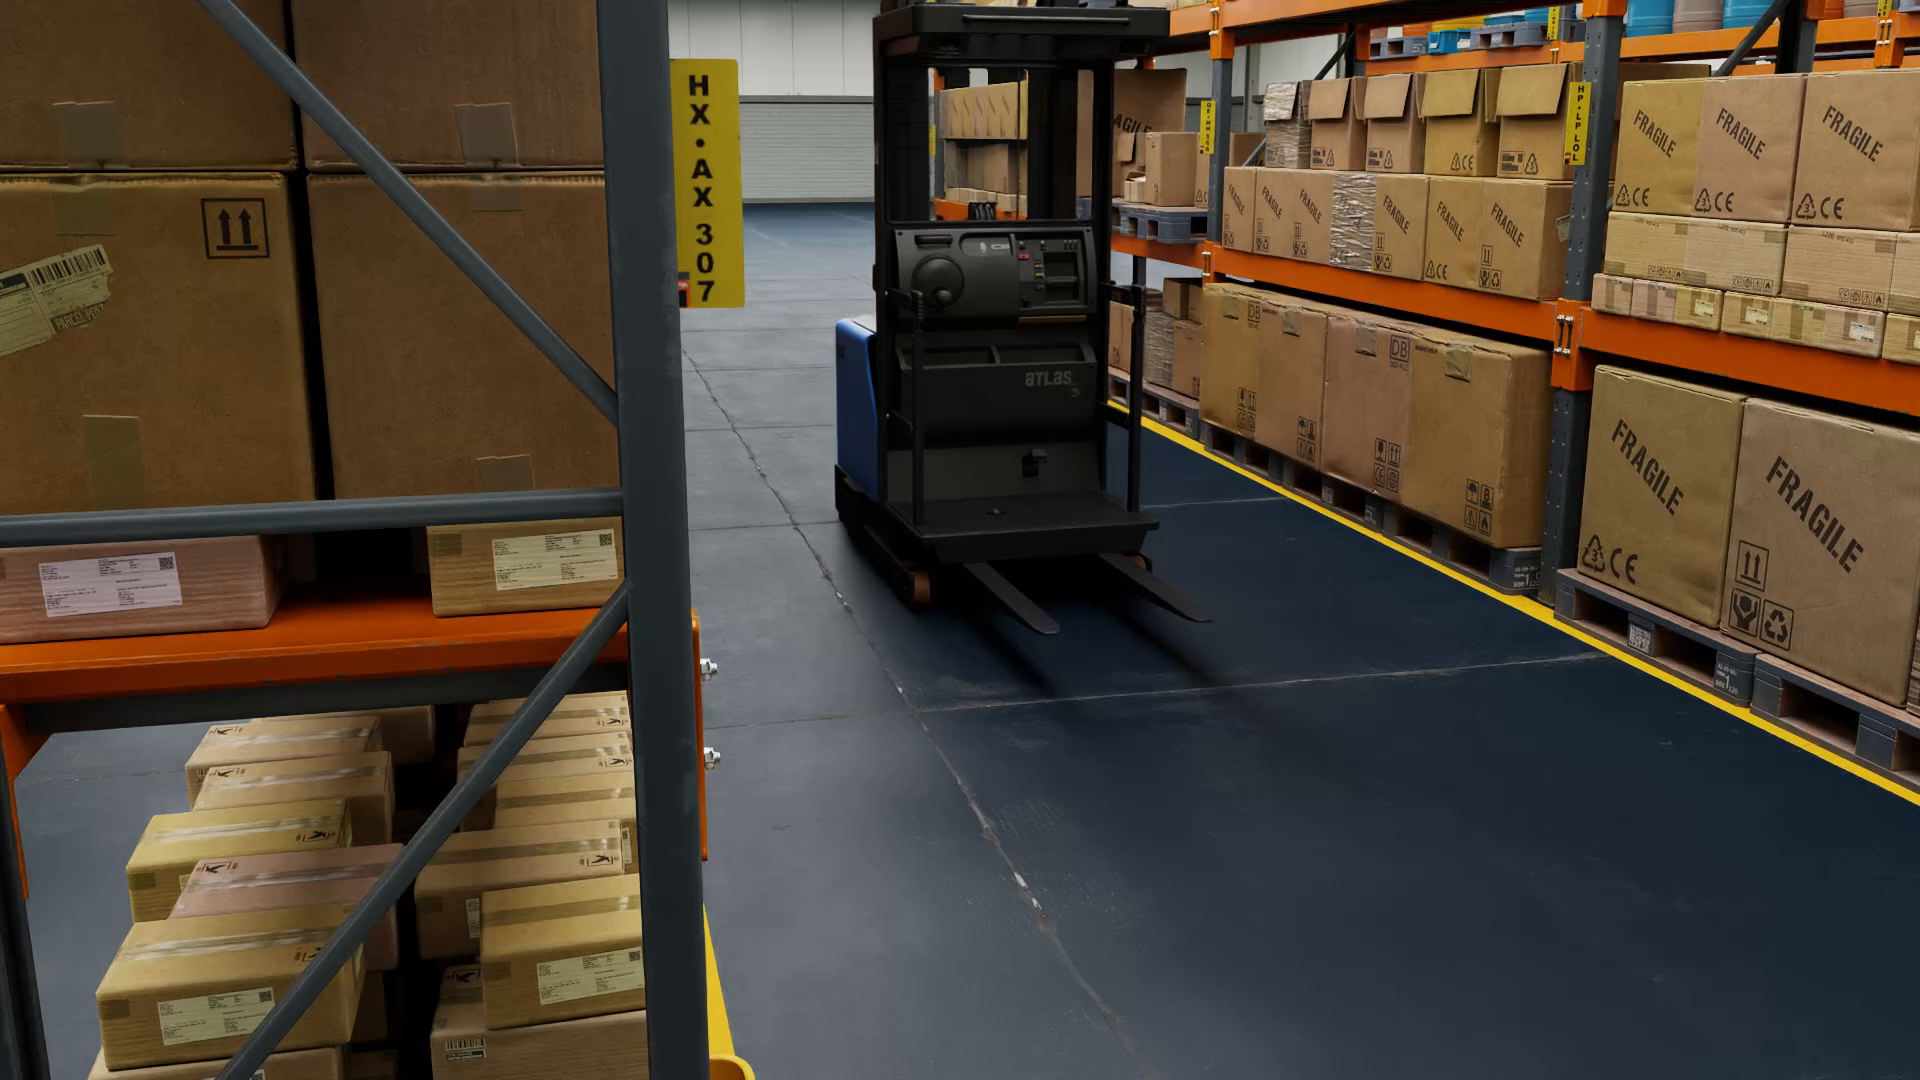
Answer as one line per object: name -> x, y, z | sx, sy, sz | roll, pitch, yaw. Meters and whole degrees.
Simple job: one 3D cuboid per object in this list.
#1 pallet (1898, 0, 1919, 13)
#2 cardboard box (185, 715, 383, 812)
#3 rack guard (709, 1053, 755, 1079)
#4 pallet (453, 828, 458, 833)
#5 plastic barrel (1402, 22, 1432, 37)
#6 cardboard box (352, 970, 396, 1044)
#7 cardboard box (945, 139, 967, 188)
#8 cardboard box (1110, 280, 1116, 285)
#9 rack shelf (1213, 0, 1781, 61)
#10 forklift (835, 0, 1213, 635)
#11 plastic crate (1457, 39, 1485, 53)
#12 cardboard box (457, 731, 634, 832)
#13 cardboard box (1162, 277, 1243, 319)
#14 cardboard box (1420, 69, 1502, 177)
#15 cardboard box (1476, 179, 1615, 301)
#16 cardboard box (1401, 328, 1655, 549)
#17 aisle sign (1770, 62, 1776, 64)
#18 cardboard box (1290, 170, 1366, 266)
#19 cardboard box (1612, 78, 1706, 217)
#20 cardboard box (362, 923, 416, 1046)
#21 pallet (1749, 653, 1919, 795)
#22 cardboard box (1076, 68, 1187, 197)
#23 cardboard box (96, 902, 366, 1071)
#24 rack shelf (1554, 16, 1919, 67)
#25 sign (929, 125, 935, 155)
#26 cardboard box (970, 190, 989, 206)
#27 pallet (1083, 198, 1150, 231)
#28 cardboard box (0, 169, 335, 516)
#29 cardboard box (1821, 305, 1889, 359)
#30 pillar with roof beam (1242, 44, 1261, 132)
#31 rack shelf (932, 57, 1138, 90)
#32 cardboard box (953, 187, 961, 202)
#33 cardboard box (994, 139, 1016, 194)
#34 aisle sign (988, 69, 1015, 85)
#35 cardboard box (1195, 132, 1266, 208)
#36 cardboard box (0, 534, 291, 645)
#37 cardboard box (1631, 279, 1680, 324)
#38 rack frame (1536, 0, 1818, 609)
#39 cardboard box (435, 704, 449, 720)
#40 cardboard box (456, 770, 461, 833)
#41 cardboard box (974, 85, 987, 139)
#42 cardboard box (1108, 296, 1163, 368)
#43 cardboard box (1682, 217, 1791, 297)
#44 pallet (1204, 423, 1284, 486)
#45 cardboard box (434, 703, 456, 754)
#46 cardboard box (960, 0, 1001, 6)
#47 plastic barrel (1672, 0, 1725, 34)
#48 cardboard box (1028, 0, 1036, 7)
pallet -> 6.995, -3.581, 10.843 | 1.003, 0.211, 1.213 | -3, 14, -13
cardboard box -> -1.544, 0.525, 3.826 | 0.380, 0.149, 0.250 | -3, 14, -11
rack guard -> -0.888, 1.174, 2.569 | 1.175, 0.500, 0.348 | -3, 14, -13
pallet -> -1.327, 0.844, 4.528 | 1.003, 0.211, 1.213 | -3, 14, -13
plastic barrel -> 5.270, -6.008, 18.588 | 0.600, 0.830, 0.708 | -3, 14, -13
cardboard box -> -1.280, 0.844, 3.146 | 0.380, 0.149, 0.250 | -4, 14, -14
cardboard box -> 0.320, -4.032, 17.772 | 0.875, 0.500, 0.500 | -3, 14, -13
cardboard box -> 1.102, -2.129, 15.202 | 0.500, 0.500, 0.500 | -4, 14, -15
rack shelf -> 2.566, -2.768, 8.632 | 1.077, 0.370, 4.000 | -3, 14, -13
forklift -> 0.225, -1.231, 7.290 | 1.130, 2.935, 3.031 | -4, 14, -15
plastic crate -> 5.201, -4.997, 16.797 | 0.243, 0.136, 0.396 | -3, 14, -13
cardboard box -> -0.918, 0.554, 3.706 | 0.380, 0.149, 0.250 | -4, 14, -16
cardboard box -> 1.775, -1.760, 12.071 | 0.500, 0.250, 0.500 | -2, 14, -7
cardboard box -> 2.728, -2.041, 8.135 | 0.797, 0.503, 0.637 | -3, 14, -13
cardboard box -> 2.661, -1.340, 7.381 | 0.500, 0.500, 0.500 | -3, 14, -13
cardboard box -> 2.866, -0.517, 7.816 | 1.225, 0.875, 0.875 | -3, 14, -13
aisle sign -> 10.118, -5.813, 20.422 | 0.394, 0.787, 0.004 | -3, 14, -13
cardboard box -> 2.193, -1.806, 9.289 | 0.500, 0.500, 0.500 | -4, 14, -14
cardboard box -> 2.900, -1.510, 6.397 | 0.500, 0.500, 0.500 | -3, 14, -13
cardboard box -> -1.333, 0.929, 3.427 | 0.380, 0.149, 0.250 | -3, 14, -13
pallet -> 3.428, 0.618, 5.455 | 1.003, 0.211, 1.213 | -3, 14, -13
cardboard box -> 1.208, -3.349, 13.665 | 1.000, 1.000, 1.000 | -3, 14, -13
cardboard box -> -1.240, 0.761, 2.861 | 0.380, 0.149, 0.250 | -3, 14, -13
rack shelf -> 6.441, -3.967, 13.539 | 1.077, 0.370, 4.000 | -3, 14, -13
sign -> -0.310, -4.357, 18.118 | 0.100, 0.325, 0.005 | -3, 14, -13
cardboard box -> 0.311, -3.415, 16.613 | 0.380, 0.149, 0.250 | -3, 14, -13
pallet -> 1.592, -2.483, 12.674 | 1.003, 0.211, 1.213 | -3, 14, -13
cardboard box -> -1.225, -0.305, 2.519 | 0.500, 0.500, 0.500 | -3, 14, -12
cardboard box -> 3.087, -0.691, 5.465 | 0.380, 0.149, 0.250 | -3, 14, -13
pillar with roof beam -> 4.437, -14.277, 47.905 | 9.100, 9.000, 0.400 | -3, 14, -13
rack shelf -> 0.687, -4.613, 16.186 | 1.077, 0.370, 4.000 | -3, 14, -13
cardboard box -> 0.137, -3.649, 17.571 | 0.380, 0.149, 0.250 | -3, 14, -13
cardboard box -> 0.813, -3.572, 15.889 | 0.875, 0.500, 0.500 | -3, 14, -13
aisle sign -> 0.495, -5.261, 18.163 | 0.394, 0.787, 0.004 | -3, 14, -13
cardboard box -> 1.931, -2.497, 11.230 | 0.500, 0.500, 0.500 | -5, 15, -20
cardboard box -> -1.221, 0.040, 2.474 | 0.380, 0.149, 0.250 | -3, 14, -13
cardboard box -> 2.844, -0.929, 6.440 | 0.380, 0.149, 0.250 | -4, 14, -15
rack frame -> 3.036, -1.199, 7.014 | 1.000, 3.000, 0.127 | -3, 14, -13
cardboard box -> -1.694, 0.427, 4.855 | 0.380, 0.149, 0.250 | -3, 14, -11
cardboard box -> -1.006, 0.639, 3.985 | 0.380, 0.149, 0.250 | -4, 14, -16
cardboard box -> 0.435, -4.158, 16.181 | 0.500, 0.500, 0.500 | -3, 14, -13
cardboard box -> 1.506, -1.661, 13.245 | 0.700, 0.500, 0.500 | -5, 14, -18
cardboard box -> 3.004, -1.033, 6.022 | 0.500, 0.250, 0.500 | -3, 14, -13
pallet -> 2.208, -0.581, 10.360 | 1.003, 0.211, 1.213 | -3, 14, -13
cardboard box -> -1.659, 0.569, 4.901 | 0.380, 0.149, 0.250 | -4, 14, -16
cardboard box -> 0.304, -5.503, 16.419 | 0.500, 0.500, 0.500 | -3, 14, -13
plastic barrel -> 6.455, -4.765, 14.234 | 0.600, 0.901, 0.600 | 0, 14, 0
cardboard box -> 0.800, -4.681, 14.423 | 0.380, 0.149, 0.250 | -3, 14, -11
